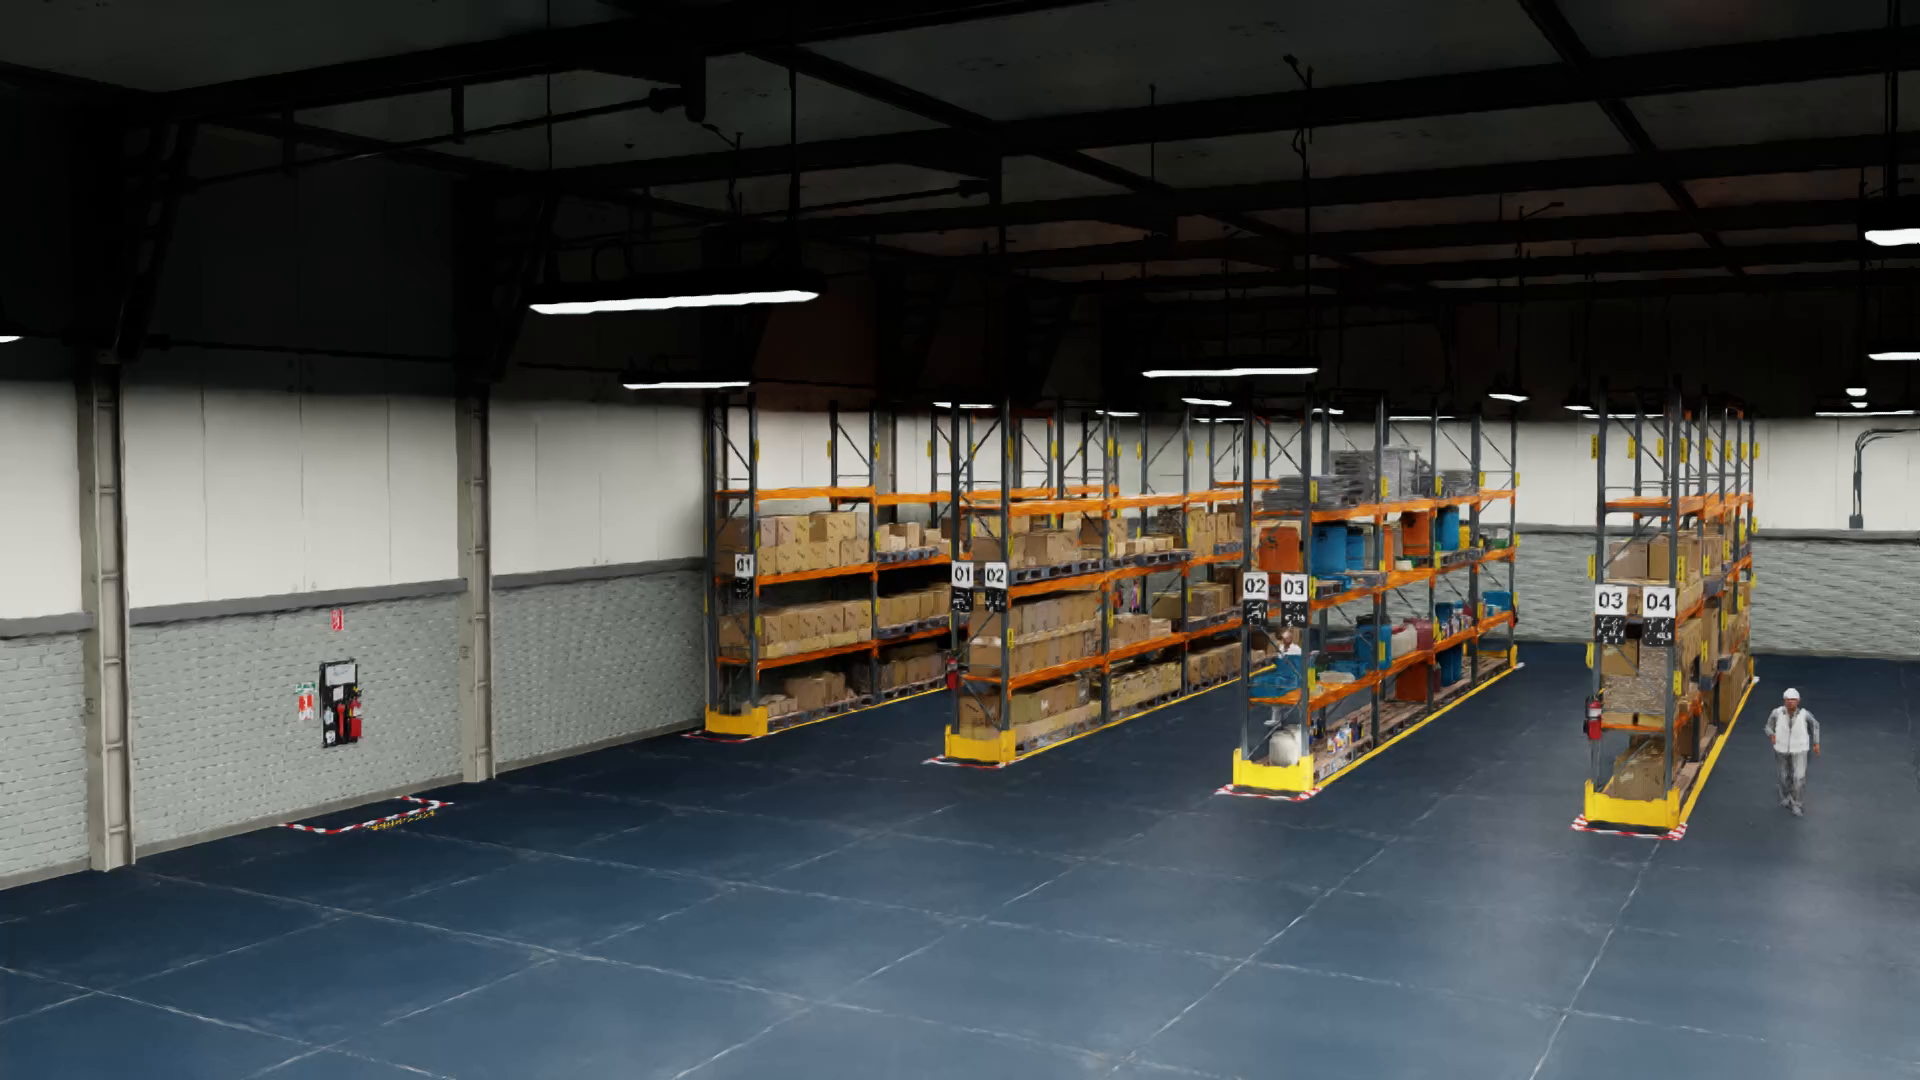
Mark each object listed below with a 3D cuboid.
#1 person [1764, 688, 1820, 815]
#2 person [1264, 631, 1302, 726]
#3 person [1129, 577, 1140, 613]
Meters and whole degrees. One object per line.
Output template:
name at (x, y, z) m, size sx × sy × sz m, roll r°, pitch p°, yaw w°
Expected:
person at (11.553, 2.897, 23.115) m, size 0.680 × 1.709 × 0.866 m, roll 2°, pitch 4°, yaw 34°
person at (5.993, 2.504, 30.144) m, size 0.616 × 1.734 × 1.017 m, roll 3°, pitch 4°, yaw 44°
person at (4.795, 1.787, 44.626) m, size 0.597 × 1.588 × 0.531 m, roll -1°, pitch 3°, yaw -24°
